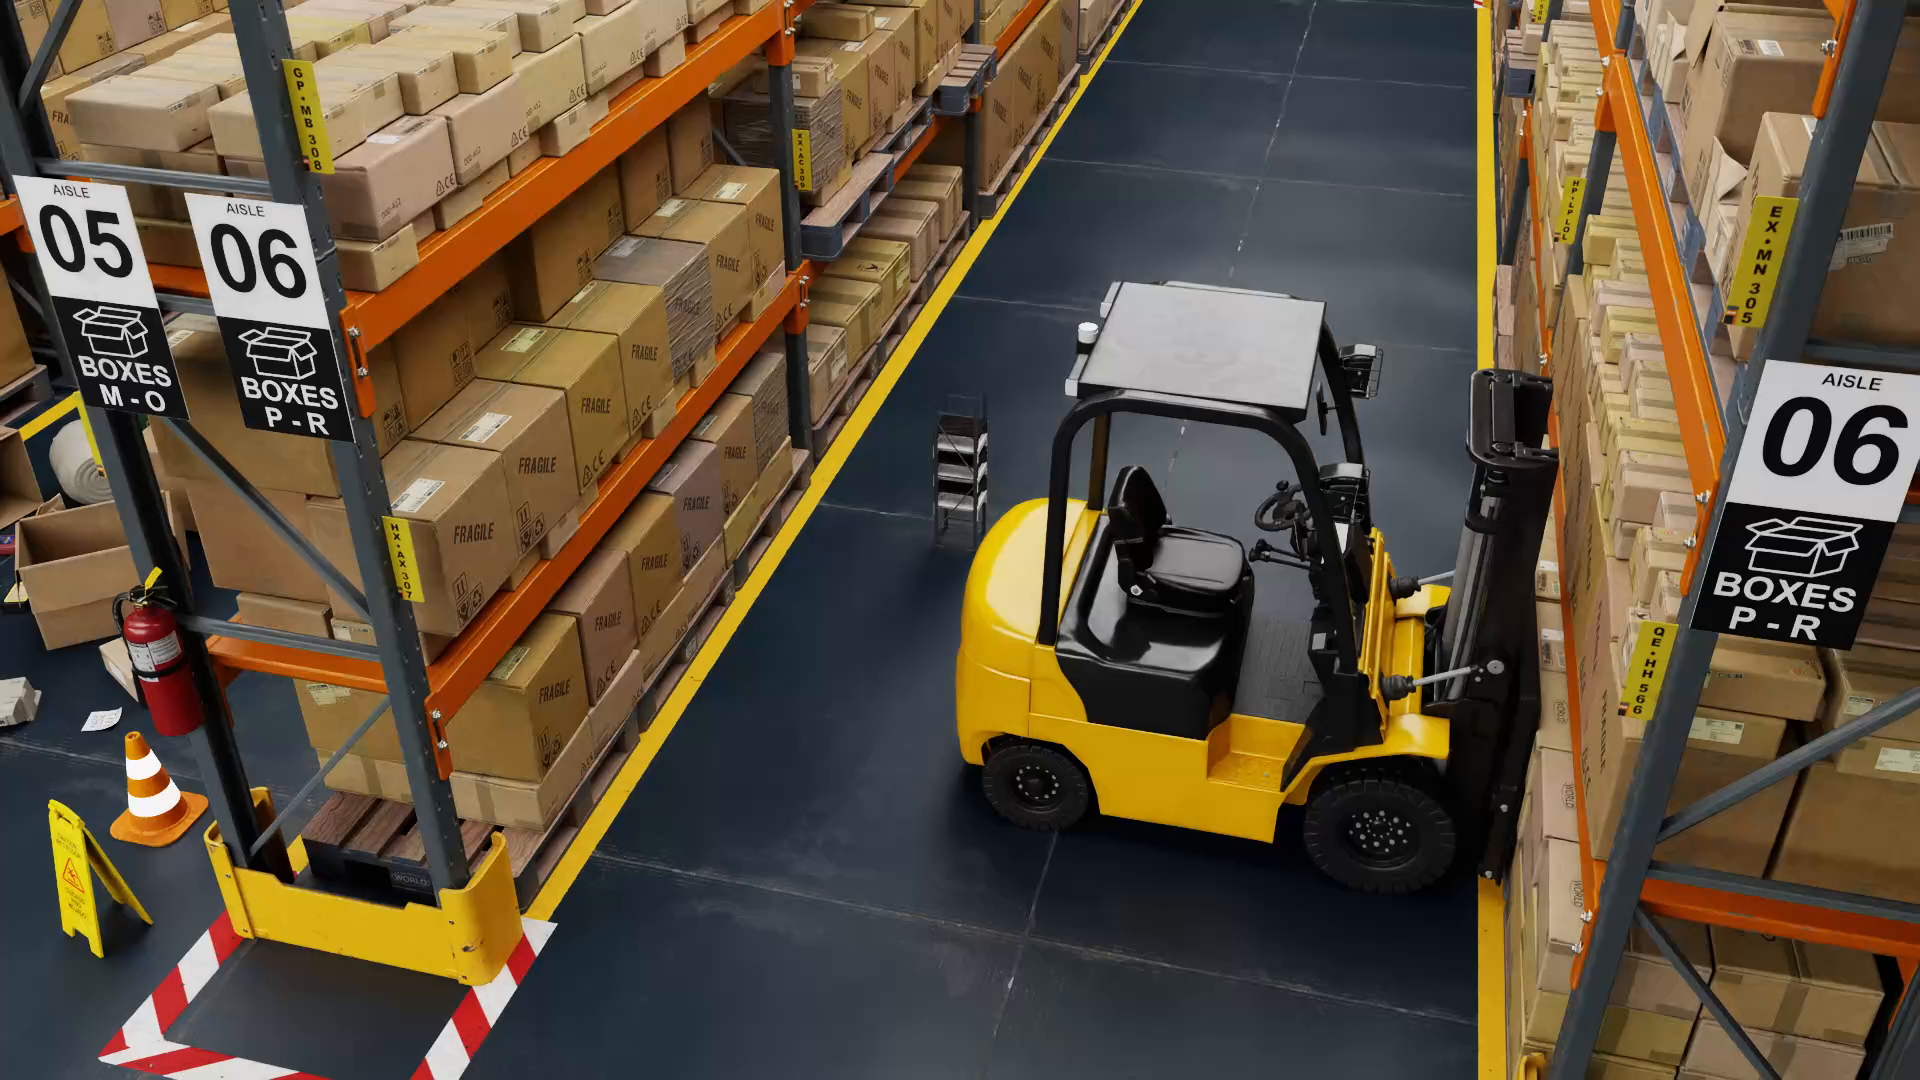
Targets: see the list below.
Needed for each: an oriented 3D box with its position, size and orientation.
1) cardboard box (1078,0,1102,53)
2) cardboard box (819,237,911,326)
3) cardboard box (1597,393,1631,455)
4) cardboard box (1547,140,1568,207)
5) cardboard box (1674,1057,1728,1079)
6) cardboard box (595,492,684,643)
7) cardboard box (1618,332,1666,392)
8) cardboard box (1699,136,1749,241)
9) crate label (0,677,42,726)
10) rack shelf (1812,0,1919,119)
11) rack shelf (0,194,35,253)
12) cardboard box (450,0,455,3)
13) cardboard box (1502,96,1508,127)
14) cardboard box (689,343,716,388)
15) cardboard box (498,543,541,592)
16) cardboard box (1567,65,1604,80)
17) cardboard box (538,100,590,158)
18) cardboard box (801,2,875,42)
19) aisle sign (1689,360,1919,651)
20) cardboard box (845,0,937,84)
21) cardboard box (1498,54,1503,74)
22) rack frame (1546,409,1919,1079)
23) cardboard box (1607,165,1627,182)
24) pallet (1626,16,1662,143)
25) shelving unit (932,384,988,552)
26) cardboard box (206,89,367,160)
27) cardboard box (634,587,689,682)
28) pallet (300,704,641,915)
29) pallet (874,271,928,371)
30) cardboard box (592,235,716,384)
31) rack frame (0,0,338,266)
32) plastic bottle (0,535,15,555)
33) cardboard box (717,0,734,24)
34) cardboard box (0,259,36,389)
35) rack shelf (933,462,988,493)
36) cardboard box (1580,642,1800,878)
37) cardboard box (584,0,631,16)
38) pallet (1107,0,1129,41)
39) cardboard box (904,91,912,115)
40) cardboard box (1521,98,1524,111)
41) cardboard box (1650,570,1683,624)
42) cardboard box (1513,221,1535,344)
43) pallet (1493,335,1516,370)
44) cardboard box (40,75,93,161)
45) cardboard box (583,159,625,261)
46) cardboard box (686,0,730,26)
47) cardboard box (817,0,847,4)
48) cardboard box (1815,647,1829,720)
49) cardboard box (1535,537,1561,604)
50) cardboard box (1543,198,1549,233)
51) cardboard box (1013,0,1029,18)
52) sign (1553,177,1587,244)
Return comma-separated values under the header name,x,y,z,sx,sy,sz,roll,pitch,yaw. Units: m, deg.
name,x,y,z,sx,sy,sz,roll,pitch,yaw
cardboard box,0.926,-5.277,16.751,0.875,0.438,0.875,8,33,12
cardboard box,-0.883,-1.793,11.333,0.950,0.372,0.625,9,34,14
cardboard box,2.688,-0.431,6.434,0.380,0.149,0.250,7,33,11
cardboard box,3.571,-2.014,9.296,0.500,0.250,0.500,9,33,13
cardboard box,2.733,1.786,5.816,0.500,0.250,0.500,8,33,13
cardboard box,-1.641,0.100,7.770,0.500,0.500,0.500,9,33,13
cardboard box,2.816,-0.681,6.551,0.380,0.149,0.250,8,33,12
cardboard box,2.400,-1.000,4.872,0.396,0.266,0.258,8,33,13
crate label,-4.542,0.776,7.902,0.250,0.136,0.298,-8,33,-13
rack shelf,2.927,-2.066,5.155,1.077,0.370,4.000,8,33,12
rack shelf,-6.689,-0.998,8.695,1.077,0.370,4.000,8,33,12
cardboard box,-2.226,-2.155,6.539,0.380,0.149,0.250,9,33,14
cardboard box,4.999,-3.820,14.401,0.500,0.500,0.500,8,33,12
cardboard box,-1.409,-0.876,8.066,0.380,0.149,0.250,8,33,12
cardboard box,-1.900,0.056,6.600,0.380,0.149,0.250,7,33,11
cardboard box,3.888,-2.763,10.103,0.380,0.149,0.250,8,33,13
cardboard box,-1.660,-1.601,6.411,0.380,0.149,0.250,8,33,13
cardboard box,-0.730,-3.110,9.980,0.380,0.149,0.250,10,34,15
aisle sign,2.119,-0.072,4.143,0.394,0.787,0.004,8,33,12
cardboard box,-0.447,-3.333,10.935,0.500,0.500,0.500,6,33,9
cardboard box,5.322,-4.499,15.797,0.380,0.149,0.250,7,33,11
rack frame,2.419,1.031,4.832,1.000,3.000,0.127,8,33,12
cardboard box,3.467,-1.824,8.625,0.380,0.149,0.250,8,33,12
pallet,3.243,-1.827,6.614,1.003,0.211,1.213,8,33,12
shelving unit,0.002,-0.384,9.015,0.258,0.900,0.210,8,33,12
cardboard box,-2.095,-1.295,5.187,0.380,0.149,0.250,8,33,12
cardboard box,-1.647,0.411,7.979,0.500,0.250,0.500,10,34,16
pallet,-2.123,1.078,7.357,1.003,0.211,1.213,8,33,12
pallet,-0.864,-1.581,11.540,1.003,0.211,1.213,8,33,12
cardboard box,-1.491,-1.083,7.788,0.500,0.500,0.500,9,34,14
rack frame,-2.383,-2.174,4.282,1.000,3.000,0.127,8,33,12
plastic bottle,-5.262,0.029,9.148,0.283,0.061,0.133,-3,33,-4
cardboard box,-1.302,-2.554,7.909,0.380,0.149,0.250,8,33,13
cardboard box,-6.409,-1.303,10.093,0.875,0.875,0.875,9,33,13
rack shelf,0.002,-0.356,9.033,0.258,0.077,0.200,8,33,12
cardboard box,2.290,0.698,5.263,0.500,0.500,0.500,7,33,11
cardboard box,-1.538,-2.203,6.614,0.380,0.149,0.250,8,33,13
pallet,1.239,-5.712,18.038,1.003,0.211,1.213,8,33,12
cardboard box,-0.525,-2.848,10.777,0.380,0.149,0.250,7,33,11
cardboard box,4.694,-3.491,13.279,0.380,0.149,0.250,6,33,10
cardboard box,2.339,0.243,5.096,0.380,0.149,0.250,8,33,12
cardboard box,4.120,-1.633,10.845,0.875,0.625,0.625,9,34,14
pallet,3.891,-0.890,10.454,1.003,0.211,1.213,8,33,12
cardboard box,-5.787,-2.618,10.479,0.500,0.500,0.500,8,33,13
cardboard box,-1.993,-1.590,7.653,0.700,0.500,0.500,7,33,11
cardboard box,-1.347,-2.518,7.482,0.500,0.250,0.500,7,33,12
cardboard box,-0.944,-3.389,11.023,0.500,0.500,0.500,9,33,13
cardboard box,2.757,0.438,5.067,0.380,0.149,0.250,8,33,12
cardboard box,2.754,0.249,7.302,0.500,0.250,0.500,9,34,14
cardboard box,3.587,-1.793,9.415,0.500,0.250,0.500,8,33,13
cardboard box,0.267,-4.491,13.658,0.500,0.250,0.500,9,34,14
sign,2.907,-1.568,7.916,0.100,0.325,0.005,8,33,12
